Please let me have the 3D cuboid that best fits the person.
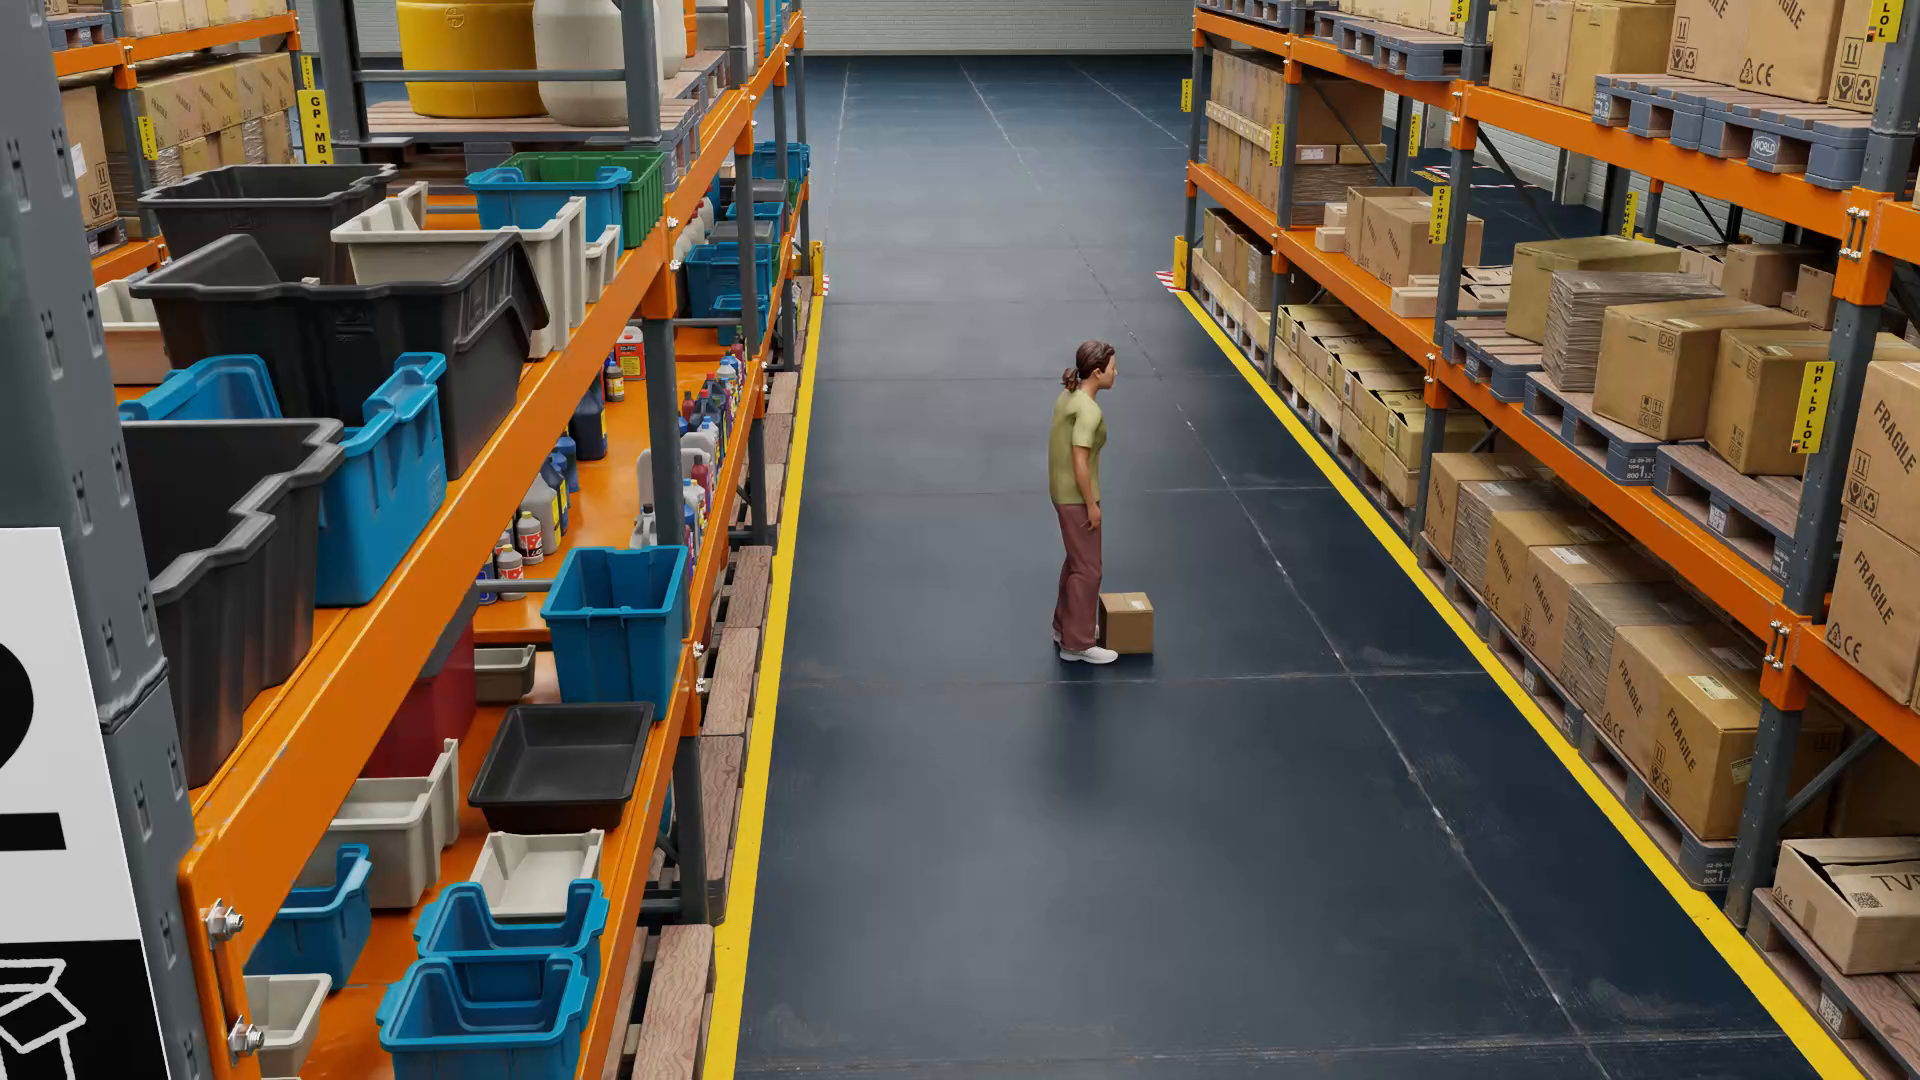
[{"bbox_3d":[0.641,-0.213,8.651,0.356,1.672,0.521,-2,21,-6],"label":"person"}]
